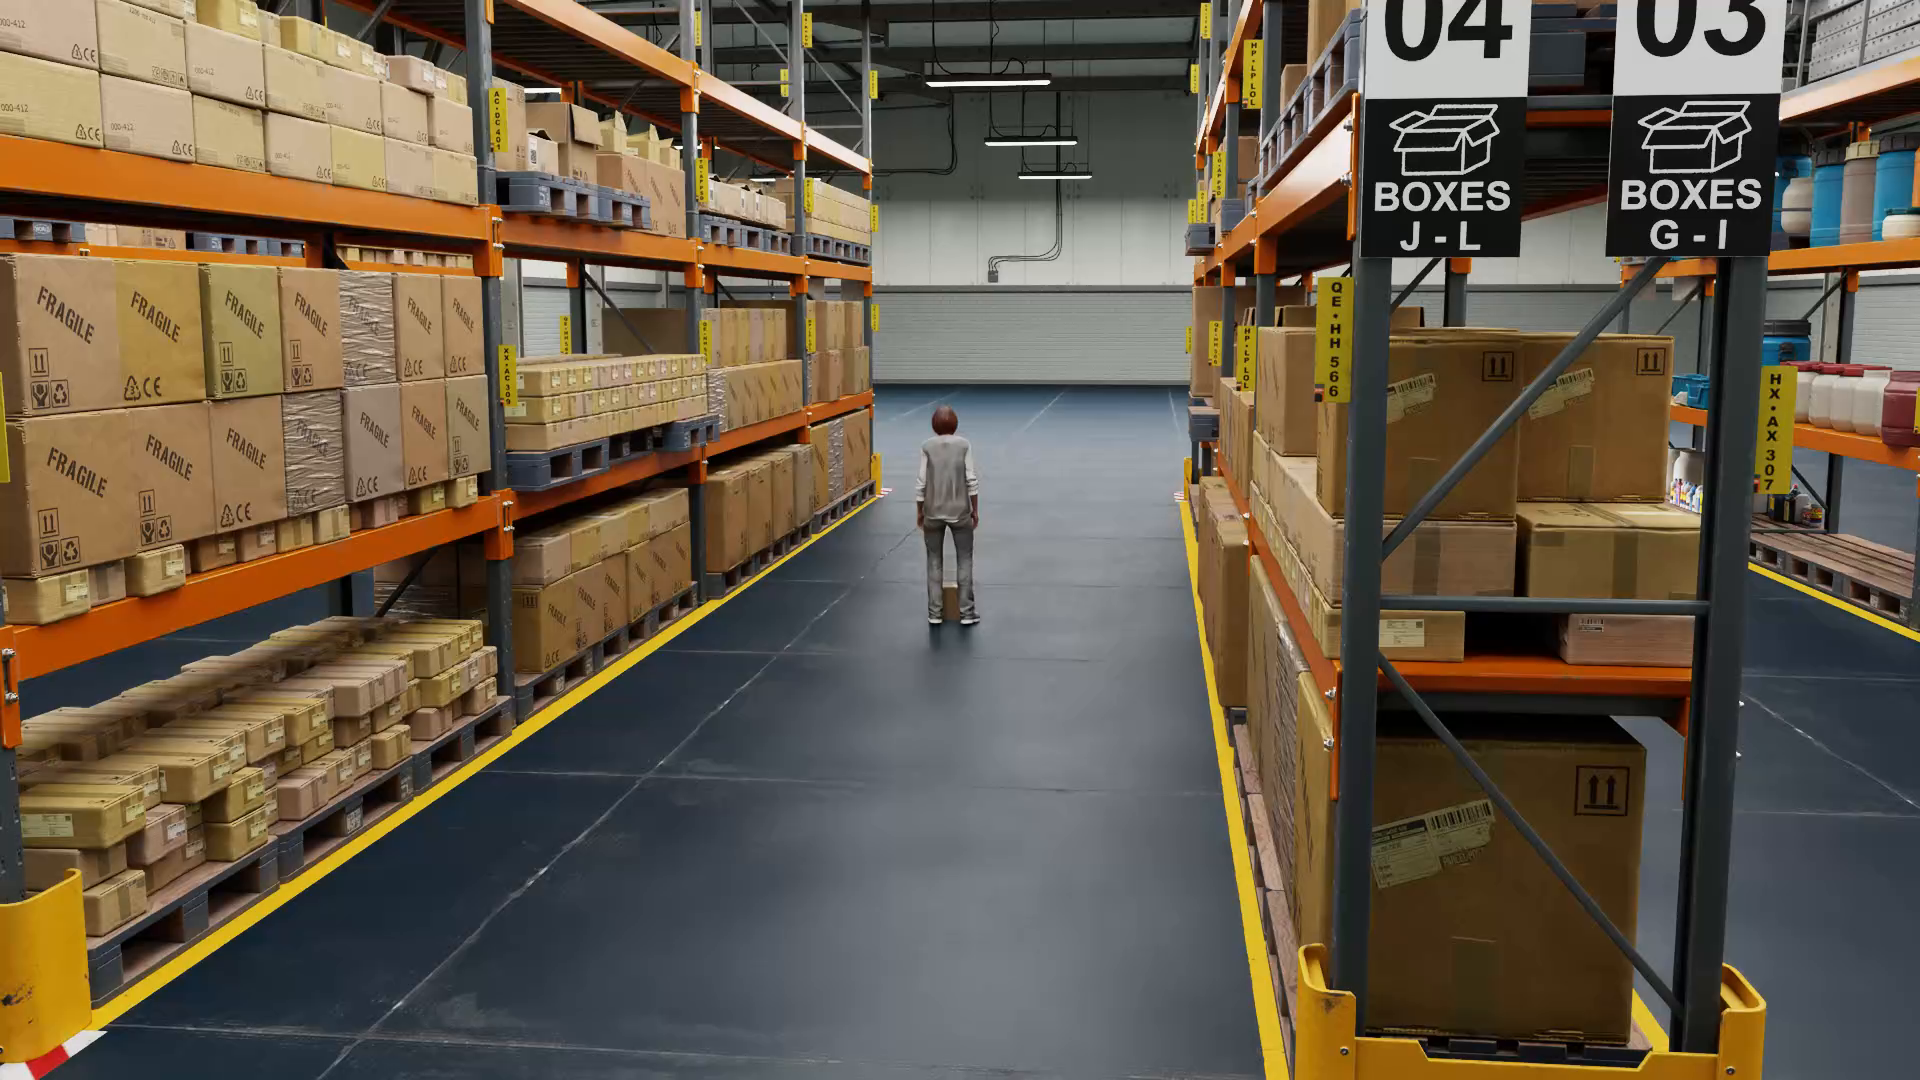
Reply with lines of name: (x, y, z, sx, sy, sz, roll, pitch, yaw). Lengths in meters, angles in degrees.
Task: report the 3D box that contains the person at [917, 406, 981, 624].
person: (-0.084, -0.176, 12.129, 0.465, 1.592, 0.346, 0, 8, 3)
